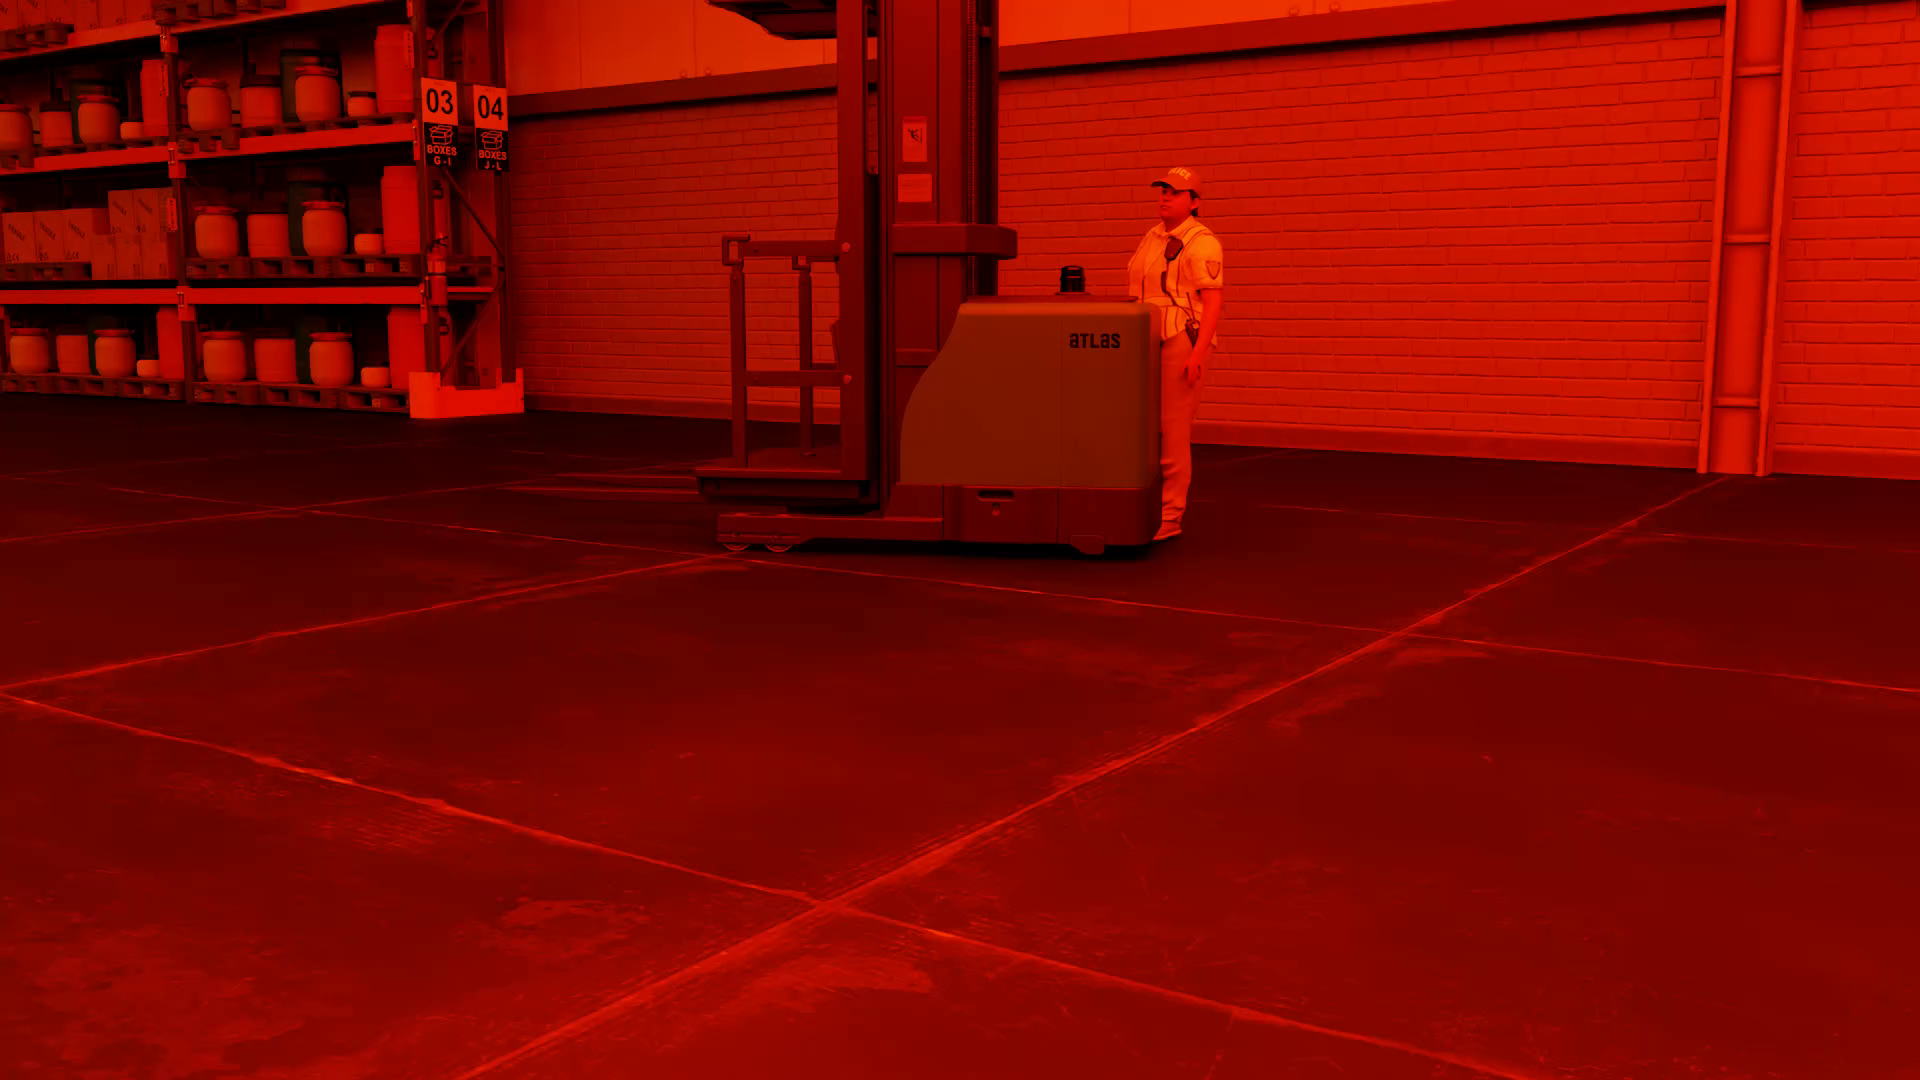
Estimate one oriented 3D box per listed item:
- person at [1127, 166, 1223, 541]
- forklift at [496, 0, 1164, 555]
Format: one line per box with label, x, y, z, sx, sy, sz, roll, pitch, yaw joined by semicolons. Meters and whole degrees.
person;0.863;-0.836;7.515;0.529;1.670;0.598;-6;10;-35
forklift;-0.596;-1.469;7.520;3.031;2.935;1.130;2;8;12
